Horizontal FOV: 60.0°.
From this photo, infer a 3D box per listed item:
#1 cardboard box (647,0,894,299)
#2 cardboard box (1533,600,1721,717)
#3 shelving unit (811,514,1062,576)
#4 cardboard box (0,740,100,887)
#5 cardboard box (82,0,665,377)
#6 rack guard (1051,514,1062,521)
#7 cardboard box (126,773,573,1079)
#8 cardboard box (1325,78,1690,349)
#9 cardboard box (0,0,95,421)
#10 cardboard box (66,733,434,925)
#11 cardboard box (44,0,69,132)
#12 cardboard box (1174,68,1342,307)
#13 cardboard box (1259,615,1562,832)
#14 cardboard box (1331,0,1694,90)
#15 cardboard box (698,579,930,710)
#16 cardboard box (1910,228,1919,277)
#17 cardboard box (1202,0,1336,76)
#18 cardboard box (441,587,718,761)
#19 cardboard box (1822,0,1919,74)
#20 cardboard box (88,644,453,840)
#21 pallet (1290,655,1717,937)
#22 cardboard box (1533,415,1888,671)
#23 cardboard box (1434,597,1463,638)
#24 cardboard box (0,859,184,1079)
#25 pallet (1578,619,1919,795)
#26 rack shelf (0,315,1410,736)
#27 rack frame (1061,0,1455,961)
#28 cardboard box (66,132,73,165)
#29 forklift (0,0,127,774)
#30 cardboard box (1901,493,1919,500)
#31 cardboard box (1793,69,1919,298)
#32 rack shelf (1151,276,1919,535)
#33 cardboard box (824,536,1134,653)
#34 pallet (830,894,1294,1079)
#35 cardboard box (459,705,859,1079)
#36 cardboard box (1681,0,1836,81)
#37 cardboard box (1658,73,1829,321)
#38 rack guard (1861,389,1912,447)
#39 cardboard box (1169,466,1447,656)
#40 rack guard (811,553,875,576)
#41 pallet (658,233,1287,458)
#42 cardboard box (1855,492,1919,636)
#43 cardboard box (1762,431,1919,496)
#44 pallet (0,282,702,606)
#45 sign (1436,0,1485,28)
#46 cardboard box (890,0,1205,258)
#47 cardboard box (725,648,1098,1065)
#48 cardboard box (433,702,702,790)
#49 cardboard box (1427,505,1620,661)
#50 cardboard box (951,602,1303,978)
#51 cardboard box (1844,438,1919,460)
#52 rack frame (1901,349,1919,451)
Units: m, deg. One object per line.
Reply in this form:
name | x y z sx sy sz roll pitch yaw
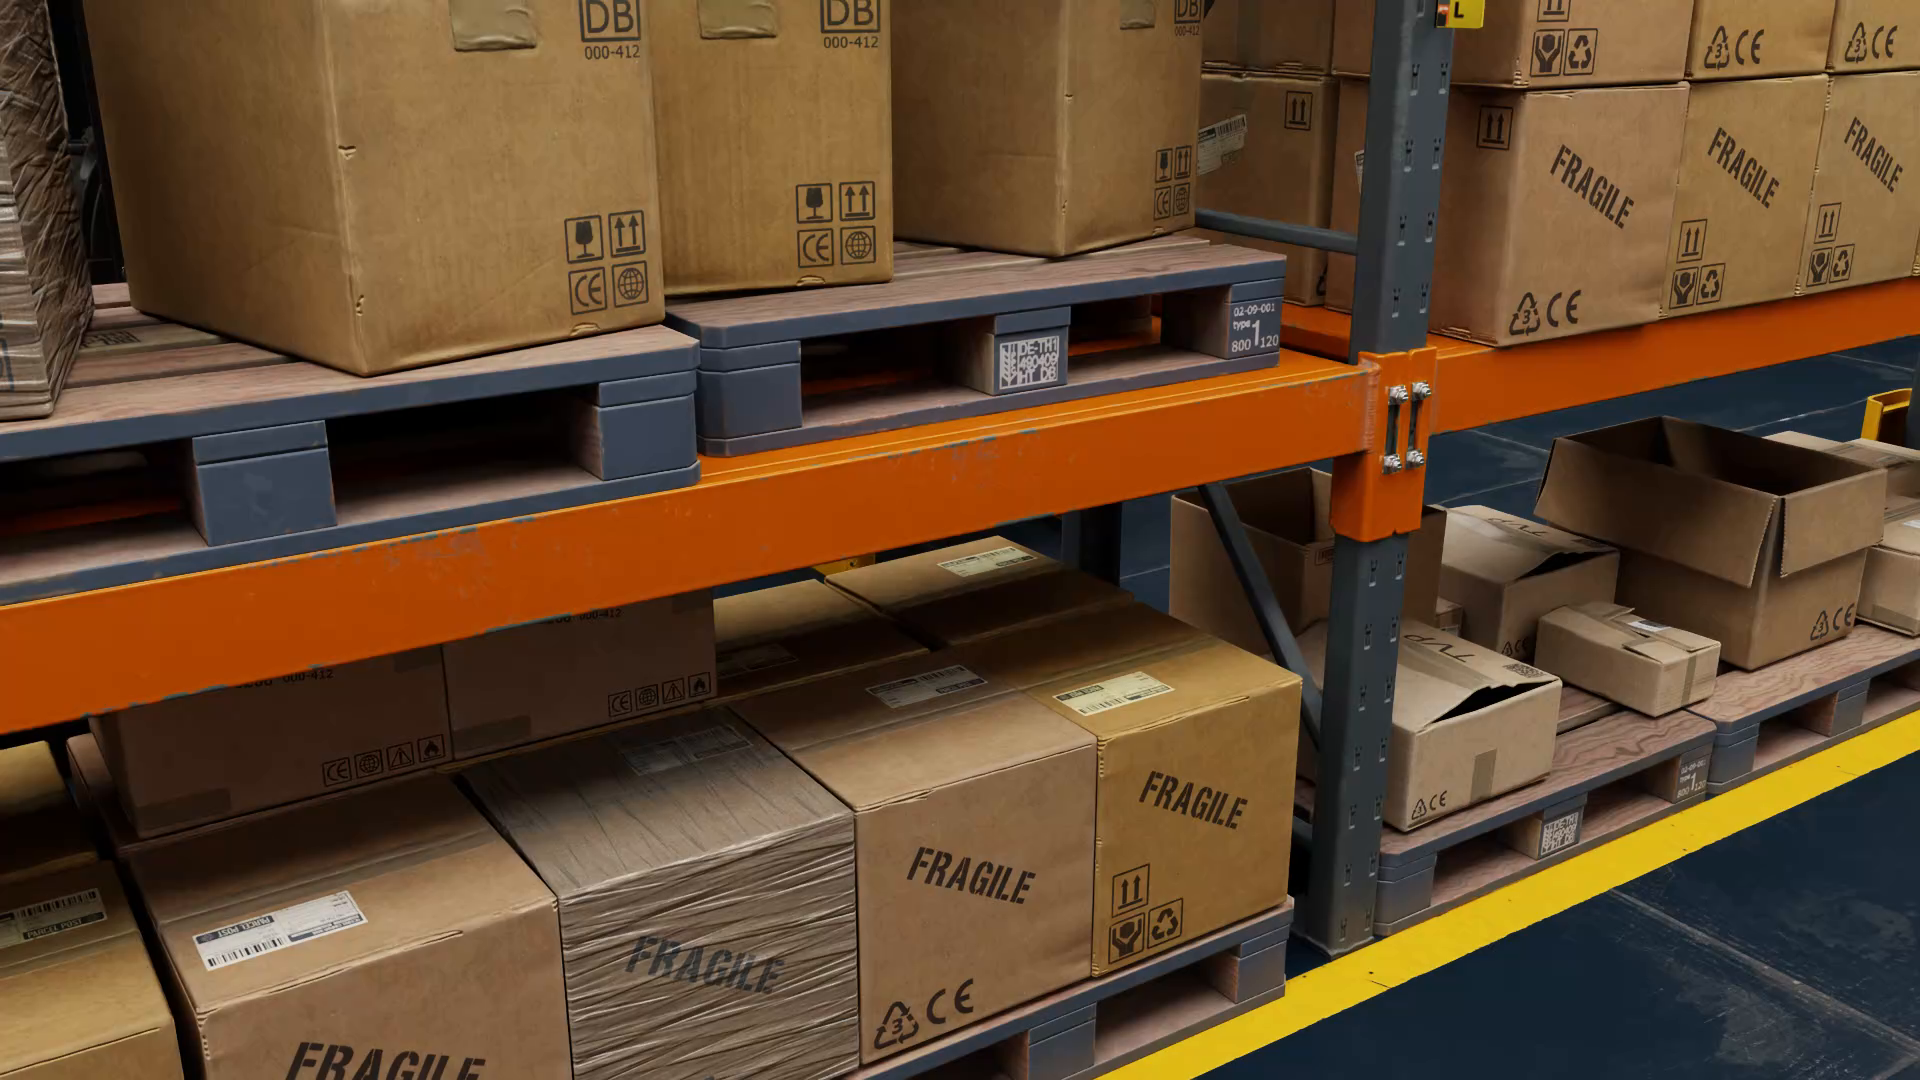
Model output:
cardboard box | -0.482 -0.746 2.956 0.500 0.500 0.700 -8 20 -23
cardboard box | 1.763 0.301 4.407 0.250 0.166 0.380 -12 22 -31
shelving unit | -0.064 -0.697 5.965 1.083 1.500 0.587 -12 22 -31
cardboard box | -1.680 0.700 2.706 0.500 0.500 0.500 -13 23 -33
cardboard box | -0.865 -0.580 2.465 0.700 0.500 0.500 16 24 39
rack guard | 0.352 -0.193 6.425 0.087 0.250 0.587 -12 22 -31
cardboard box | -0.938 0.741 2.585 0.500 0.500 0.500 -13 23 -33
cardboard box | 1.152 -0.726 3.551 0.500 0.500 0.500 -11 22 -30
cardboard box | -1.432 -0.454 2.093 0.500 0.500 0.700 -8 20 -21
cardboard box | -1.245 0.606 2.984 0.500 0.500 0.500 -13 23 -33
cardboard box | -3.243 -1.856 6.399 0.500 0.500 0.500 -12 22 -31
cardboard box | 0.853 -0.865 3.965 0.500 0.500 0.500 -11 22 -31
cardboard box | 1.046 0.388 3.925 0.500 0.311 0.500 -12 22 -31
cardboard box | 1.124 -1.190 3.364 0.500 0.500 0.500 -11 22 -30
cardboard box | -0.401 0.431 3.501 0.500 0.500 0.500 -12 22 -31
cardboard box | 2.421 -0.994 4.346 0.500 0.500 0.500 -12 22 -32
cardboard box | 0.856 -1.341 3.810 0.500 0.500 0.500 -12 22 -31
cardboard box | -0.797 0.155 3.147 0.500 0.250 0.500 -12 22 -31
cardboard box | 1.985 -1.372 3.901 0.500 0.500 0.500 -13 22 -33
cardboard box | -1.216 0.244 2.885 0.500 0.250 0.500 -12 22 -32
pallet | 1.150 0.539 4.321 1.213 0.211 1.003 -12 22 -31
cardboard box | 2.142 -0.019 4.830 0.637 0.503 0.797 -12 22 -31
cardboard box | 1.176 0.222 4.668 0.250 0.149 0.380 -12 22 -31
cardboard box | -1.371 0.835 2.309 0.500 0.500 0.500 -12 22 -32
pallet | 2.170 0.323 4.961 1.213 0.211 1.003 -12 22 -31
rack shelf | -1.094 0.032 2.591 4.000 0.370 1.077 -12 22 -31
rack frame | 0.576 -0.661 3.517 0.127 3.000 1.000 -12 22 -31
cardboard box | -3.363 -1.529 6.444 0.250 0.149 0.380 -13 22 -33
forklift | -2.540 -0.930 4.420 3.031 2.935 1.130 -11 21 -29
cardboard box | 3.211 -0.023 5.367 0.250 0.166 0.380 -12 22 -31
cardboard box | 1.997 -0.904 4.079 0.500 0.500 0.500 -12 22 -32
rack shelf | 2.247 -0.673 4.675 4.000 0.370 1.077 -12 22 -31
cardboard box | 0.038 0.334 3.788 0.500 0.500 0.500 -13 23 -34
pallet | -0.082 0.813 3.510 1.213 0.211 1.003 -12 22 -31
cardboard box | -0.515 0.651 2.852 0.500 0.500 0.500 -12 22 -31
cardboard box | 1.555 -1.281 3.633 0.500 0.500 0.500 -13 22 -33
cardboard box | 1.578 -0.817 3.821 0.500 0.500 0.500 -11 22 -30
rack guard | 3.853 -0.168 5.962 0.348 0.500 1.175 -12 22 -31
cardboard box | 0.896 0.138 4.369 0.500 0.500 0.500 -12 22 -31
rack guard | -0.480 -0.017 5.906 0.087 0.250 0.587 -12 22 -31
pallet | -0.151 -0.459 3.218 1.213 0.211 1.003 -12 22 -31
cardboard box | 2.788 0.049 5.022 0.500 0.250 0.500 -12 22 -31
cardboard box | 2.889 -0.164 5.652 0.500 0.250 0.500 -12 22 -31
pallet | -1.143 -0.210 2.481 1.213 0.211 1.003 -12 22 -31
sign | 0.884 -1.062 2.895 0.005 0.325 0.100 -12 22 -31
cardboard box | 0.058 -0.884 3.364 0.700 0.500 0.500 14 23 35
cardboard box | -0.096 0.563 3.112 0.500 0.500 0.500 -12 22 -31
cardboard box | -0.823 0.517 3.247 0.500 0.500 0.500 -12 22 -31
cardboard box | 1.522 0.096 4.790 0.500 0.311 0.500 -12 22 -31
cardboard box | 0.322 0.478 3.363 0.500 0.500 0.500 -12 22 -32
cardboard box | 3.378 -0.242 6.041 0.250 0.149 0.380 -12 22 -31
rack frame | 3.917 -1.366 5.601 0.127 3.000 1.000 -12 22 -31
